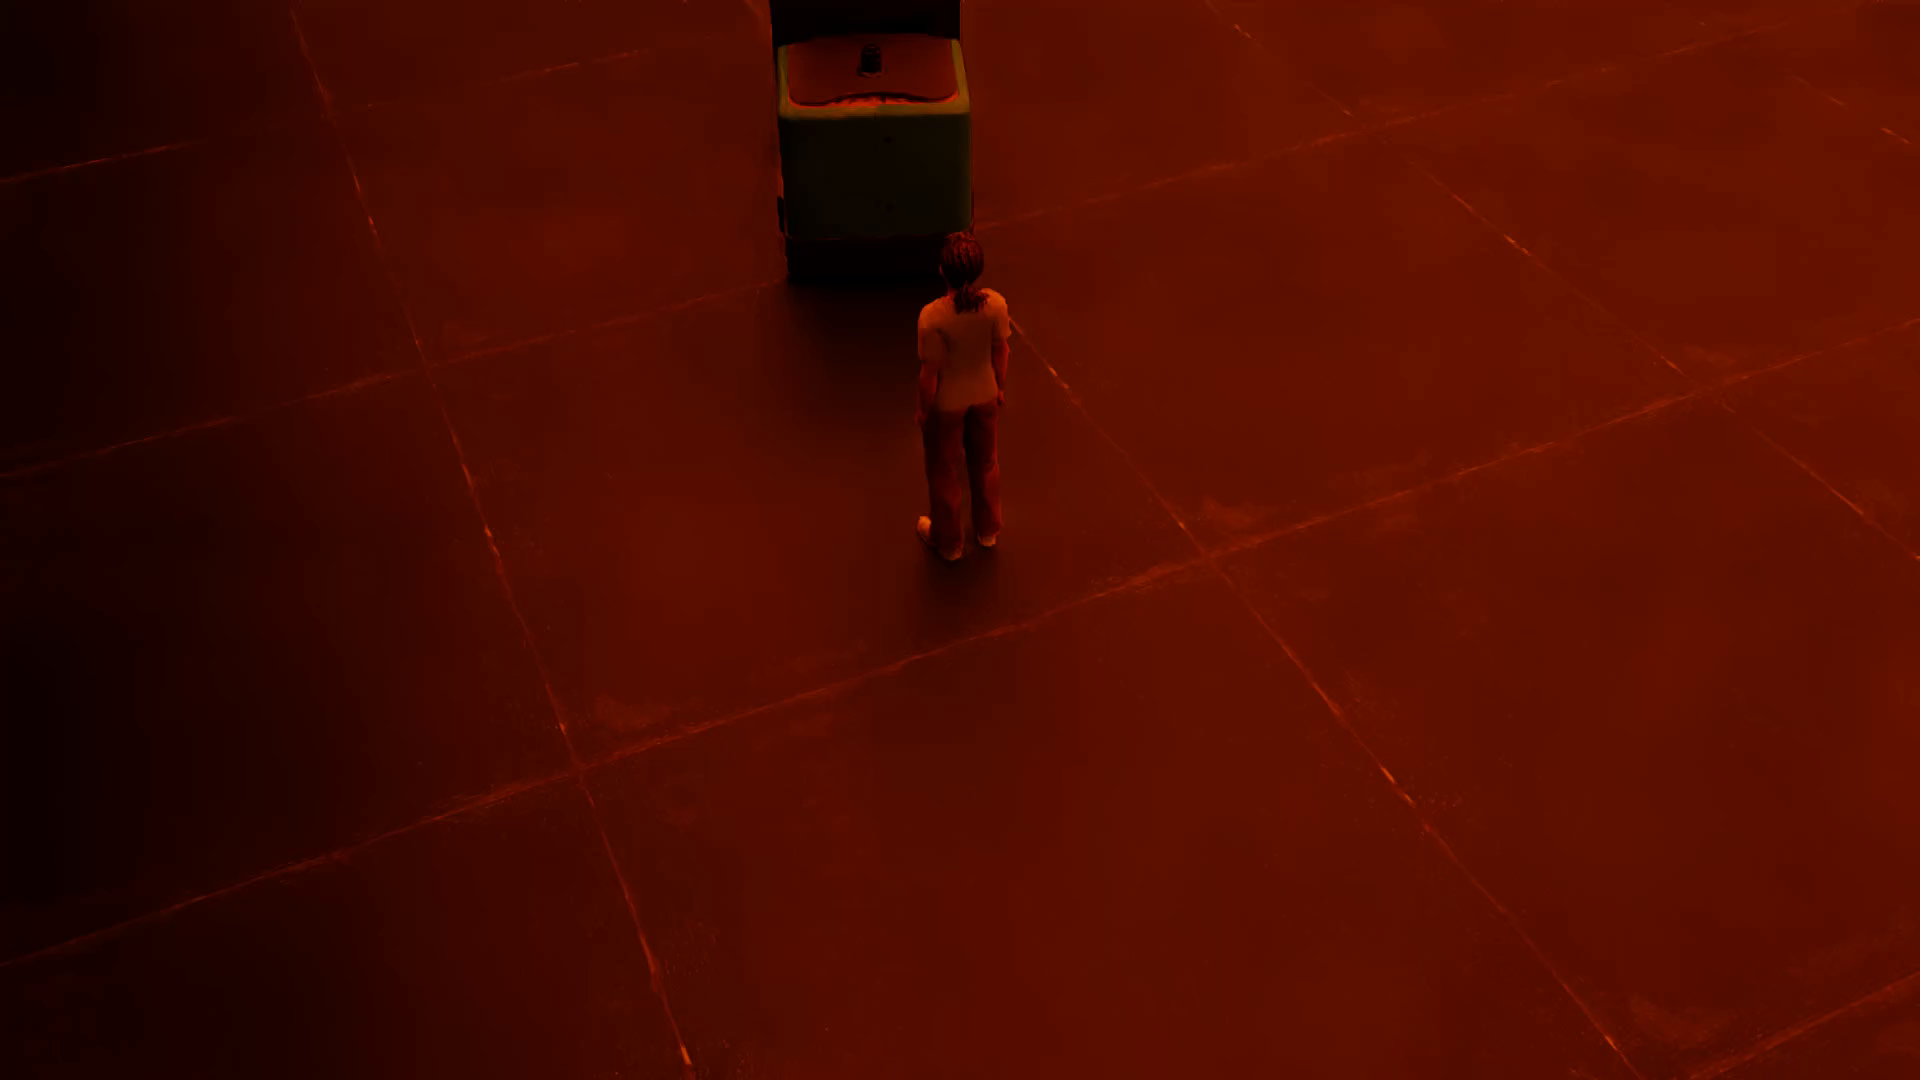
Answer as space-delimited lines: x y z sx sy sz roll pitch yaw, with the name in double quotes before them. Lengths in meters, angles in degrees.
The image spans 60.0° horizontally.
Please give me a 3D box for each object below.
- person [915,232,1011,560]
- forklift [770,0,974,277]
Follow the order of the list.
"person" -0.006 -0.616 7.263 0.429 1.673 0.365 -18 46 -18
"forklift" -0.568 -3.541 9.474 1.130 2.935 3.031 -3 43 -4
